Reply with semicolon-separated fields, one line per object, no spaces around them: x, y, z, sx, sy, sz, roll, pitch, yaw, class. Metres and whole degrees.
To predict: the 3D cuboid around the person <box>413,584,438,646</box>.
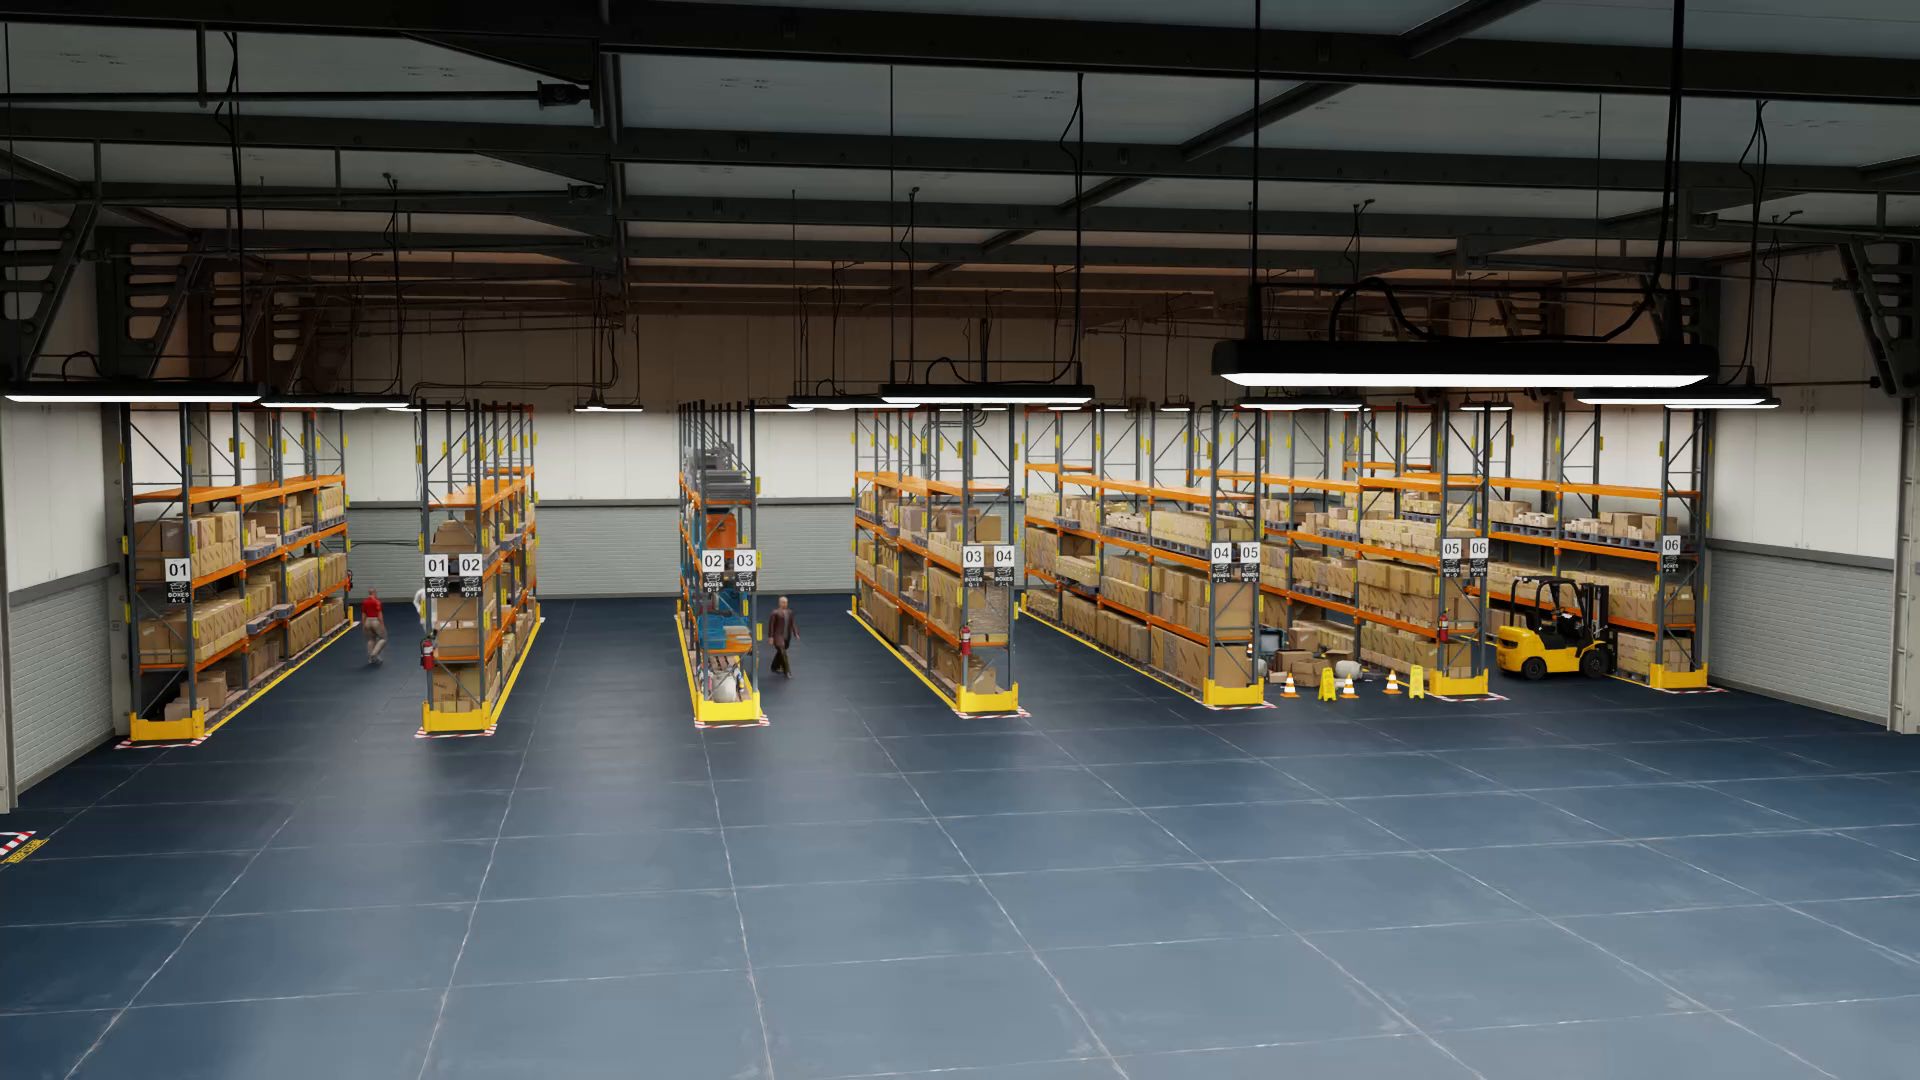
-13.052;1.804;40.925;0.693;1.683;0.665;0;4;-2;person

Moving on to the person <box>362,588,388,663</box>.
-13.529;1.972;38.307;0.575;1.726;0.497;2;5;20;person

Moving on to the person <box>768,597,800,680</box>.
-3.843;2.110;36.161;0.628;1.738;1.090;-4;6;-41;person
